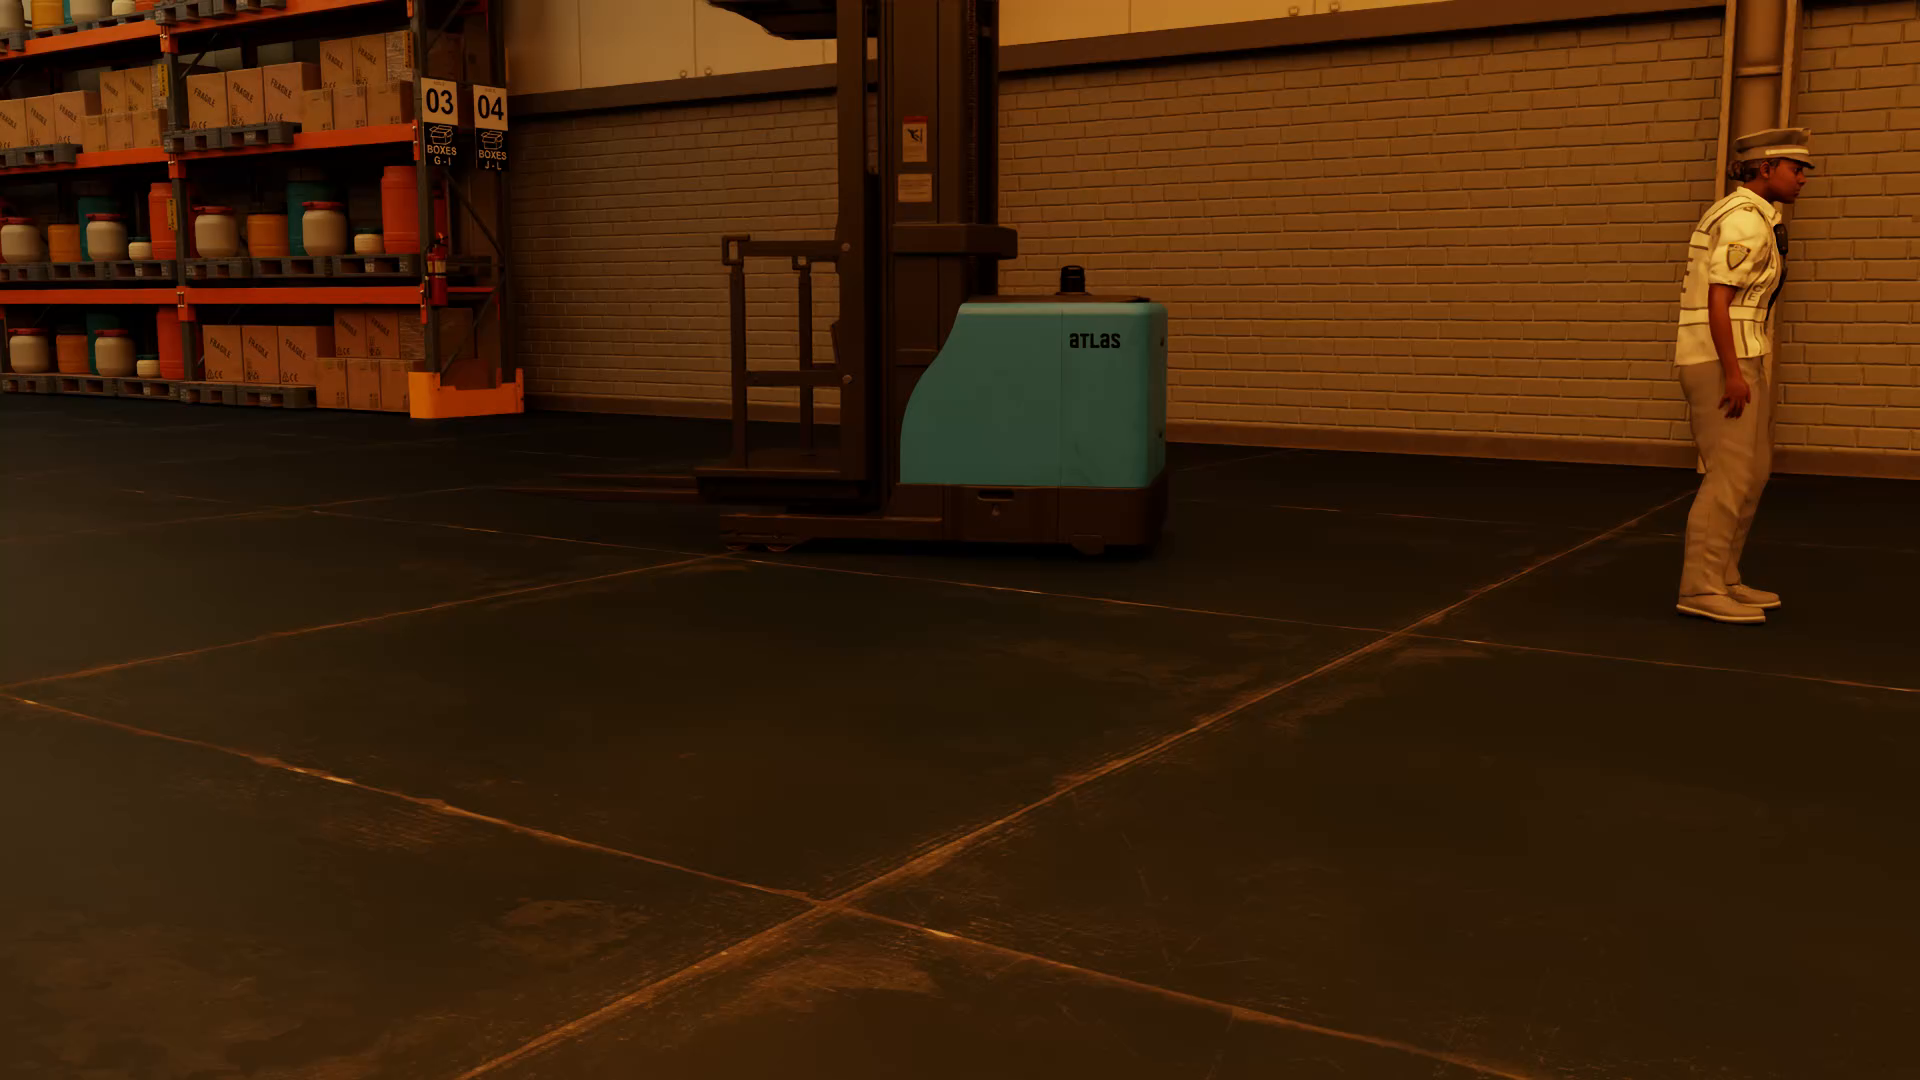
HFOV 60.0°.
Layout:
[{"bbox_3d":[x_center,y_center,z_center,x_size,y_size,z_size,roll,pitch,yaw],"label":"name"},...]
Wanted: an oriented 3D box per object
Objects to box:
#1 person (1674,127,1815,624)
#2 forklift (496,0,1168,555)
[{"bbox_3d":[2.679,-0.572,5.742,0.395,1.658,0.523,5,9,31],"label":"person"},{"bbox_3d":[-0.596,-1.469,7.520,3.031,2.935,1.130,2,8,12],"label":"forklift"}]
